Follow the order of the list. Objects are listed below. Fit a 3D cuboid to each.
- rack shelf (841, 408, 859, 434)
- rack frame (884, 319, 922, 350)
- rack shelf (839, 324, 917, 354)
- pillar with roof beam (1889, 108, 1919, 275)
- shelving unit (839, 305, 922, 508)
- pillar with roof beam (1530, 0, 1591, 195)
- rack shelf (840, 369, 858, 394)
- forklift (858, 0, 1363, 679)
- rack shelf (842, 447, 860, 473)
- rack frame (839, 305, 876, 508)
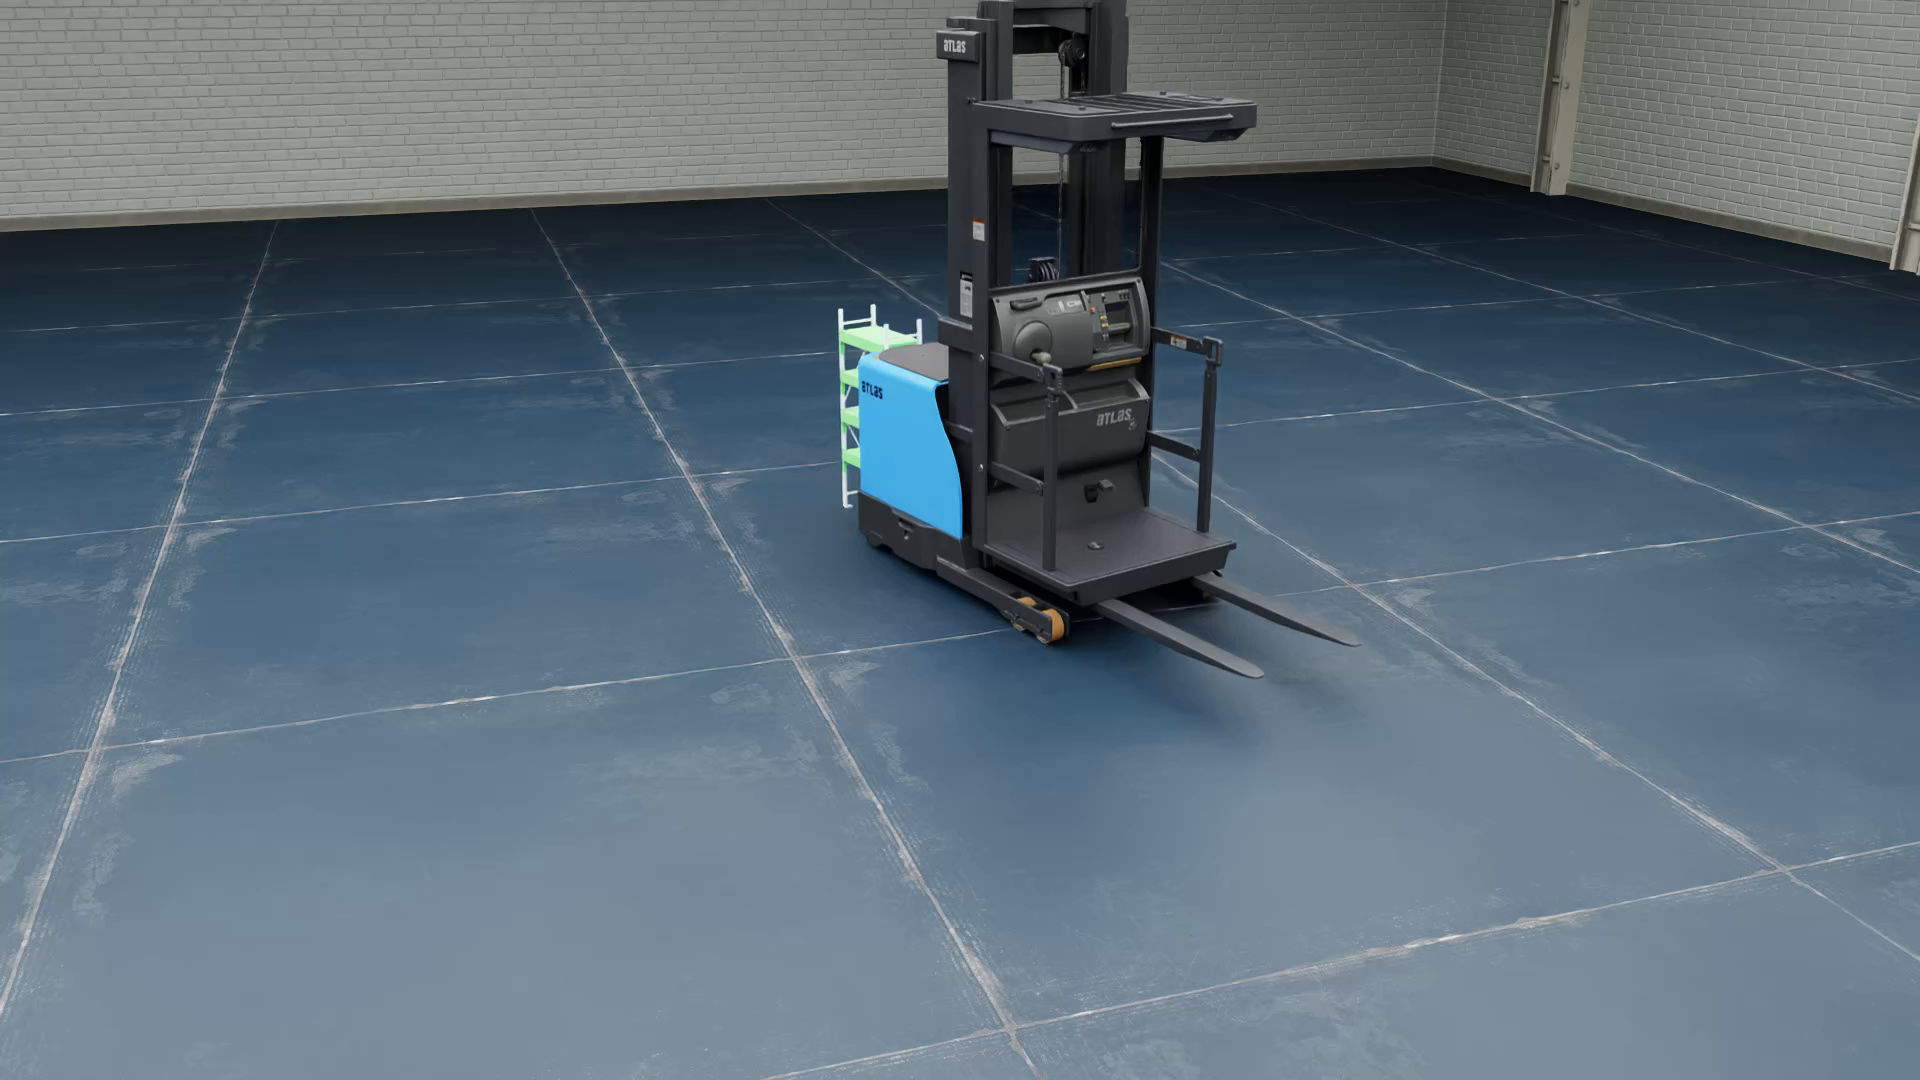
[{"bbox_3d":[-0.457,-0.655,9.653,0.258,0.148,0.480,-13,24,-32],"label":"rack shelf"},{"bbox_3d":[-0.318,-0.647,9.442,0.240,1.200,0.015,-13,24,-32],"label":"rack frame"},{"bbox_3d":[-0.457,-1.106,9.491,0.258,0.148,0.480,-13,24,-32],"label":"rack shelf"},{"bbox_3d":[5.754,-6.544,14.324,9.100,9.000,0.400,-6,21,-17],"label":"pillar with roof beam"},{"bbox_3d":[-0.457,-0.715,9.631,0.258,1.200,0.503,-13,24,-32],"label":"shelving unit"},{"bbox_3d":[3.868,-8.469,19.684,9.100,9.000,0.400,-6,21,-17],"label":"pillar with roof beam"},{"bbox_3d":[-0.457,-0.880,9.572,0.258,0.148,0.480,-13,24,-32],"label":"rack shelf"},{"bbox_3d":[0.679,-1.063,8.041,1.130,2.935,3.031,-13,24,-32],"label":"forklift"},{"bbox_3d":[-0.457,-0.429,9.734,0.258,0.148,0.480,-13,24,-32],"label":"rack shelf"},{"bbox_3d":[-0.595,-0.782,9.820,0.240,1.200,0.015,-13,24,-32],"label":"rack frame"}]
